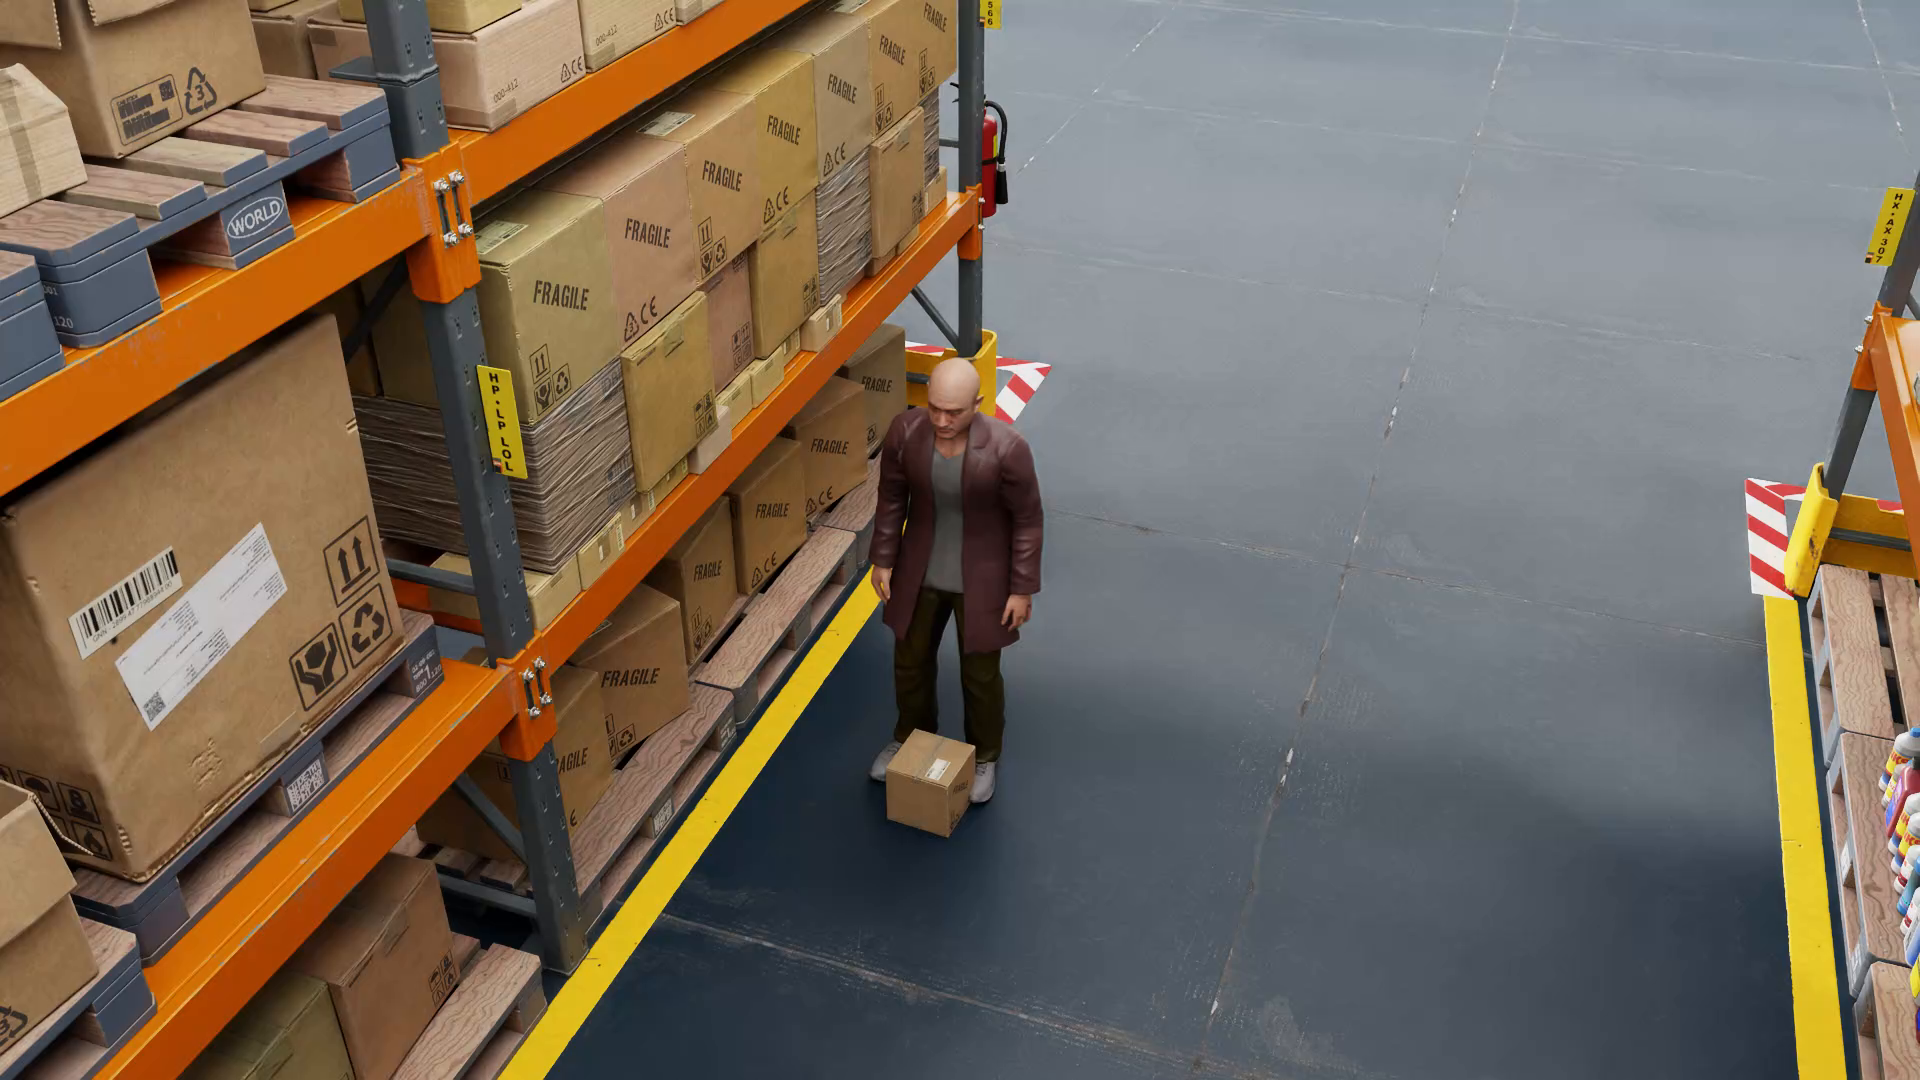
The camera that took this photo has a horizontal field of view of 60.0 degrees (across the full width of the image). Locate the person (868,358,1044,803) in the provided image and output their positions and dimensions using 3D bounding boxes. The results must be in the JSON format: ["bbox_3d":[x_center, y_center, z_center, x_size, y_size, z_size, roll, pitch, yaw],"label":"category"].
[{"bbox_3d":[-0.021,0.132,5.948,0.648,1.774,0.418,11,34,17],"label":"person"}]
